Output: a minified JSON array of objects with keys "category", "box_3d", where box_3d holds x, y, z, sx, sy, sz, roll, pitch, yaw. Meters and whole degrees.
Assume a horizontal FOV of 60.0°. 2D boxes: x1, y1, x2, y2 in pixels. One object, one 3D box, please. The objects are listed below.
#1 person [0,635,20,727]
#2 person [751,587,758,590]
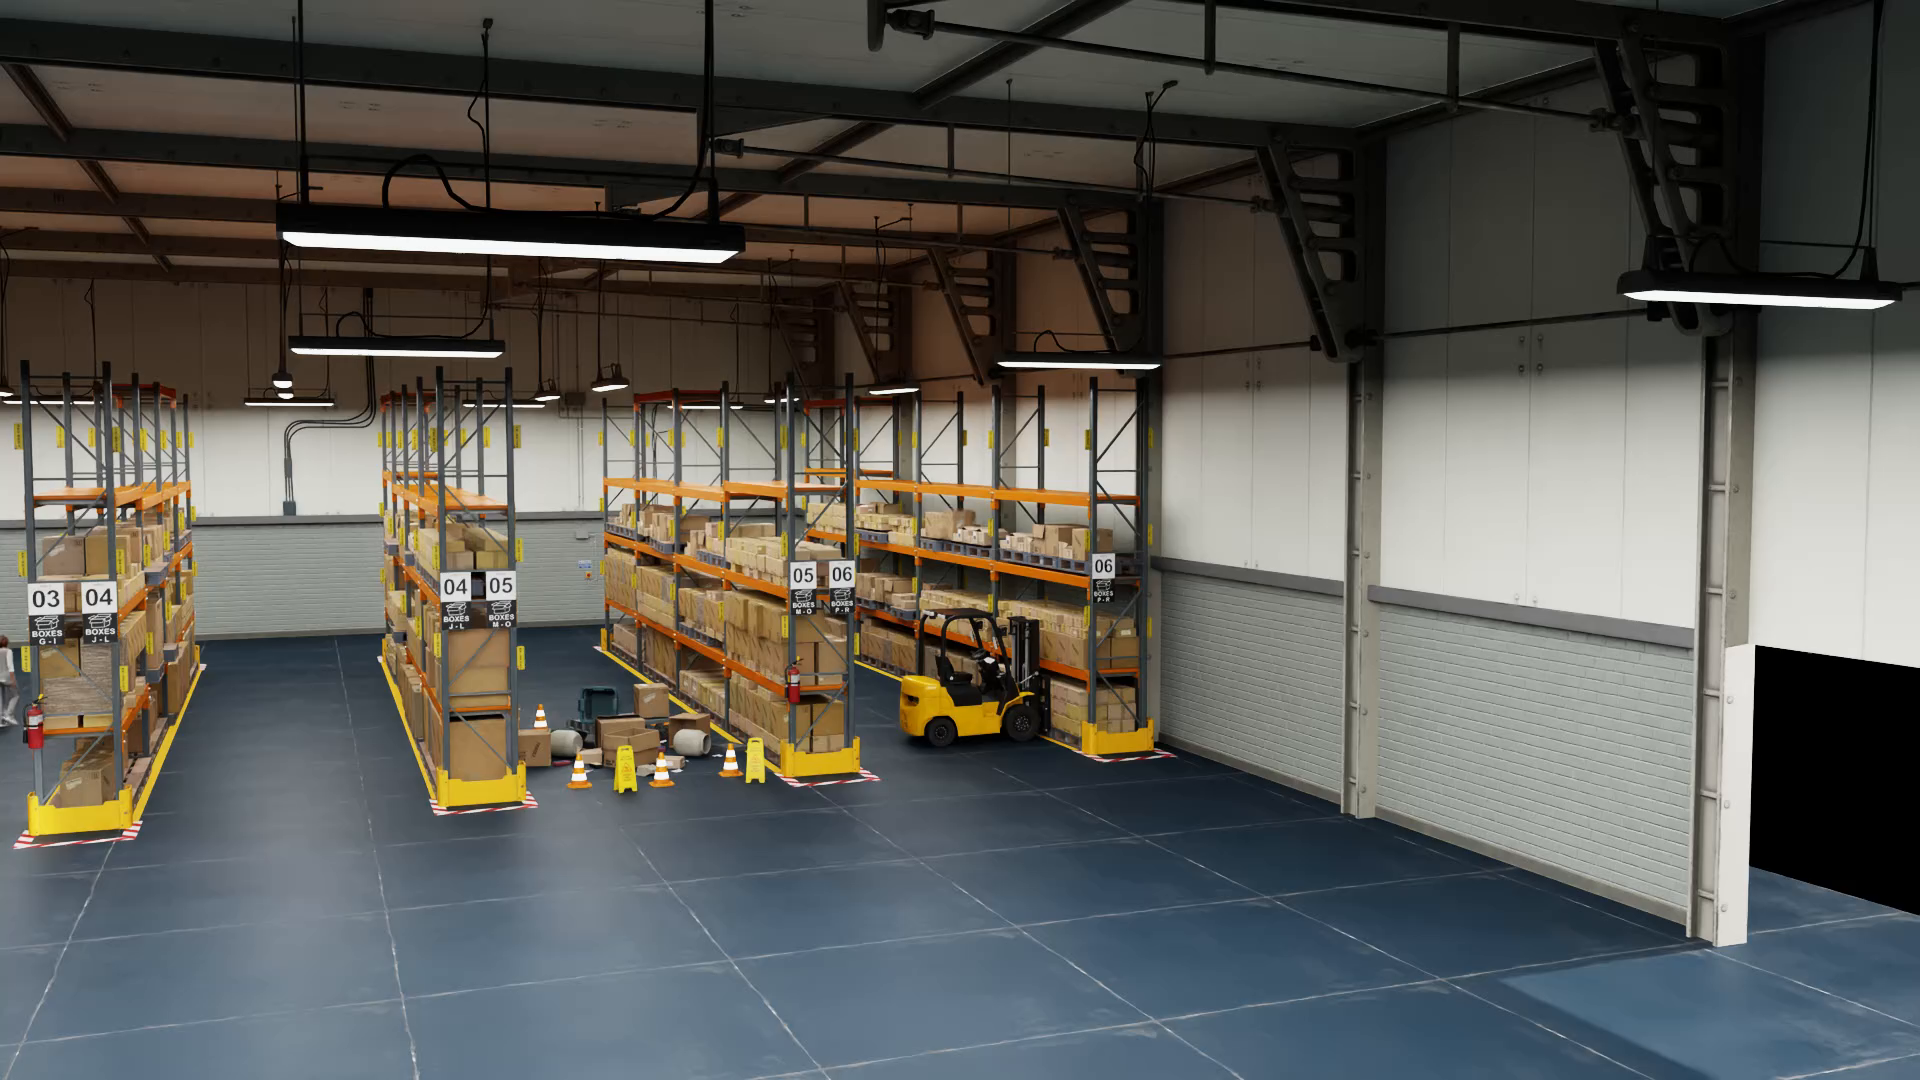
[{"category":"person","box_3d":[-16.653,2.471,28.958,0.460,1.551,0.429,0,3,-2]},{"category":"person","box_3d":[-4.546,1.875,37.110,0.597,1.792,0.468,-2,4,-34]}]
